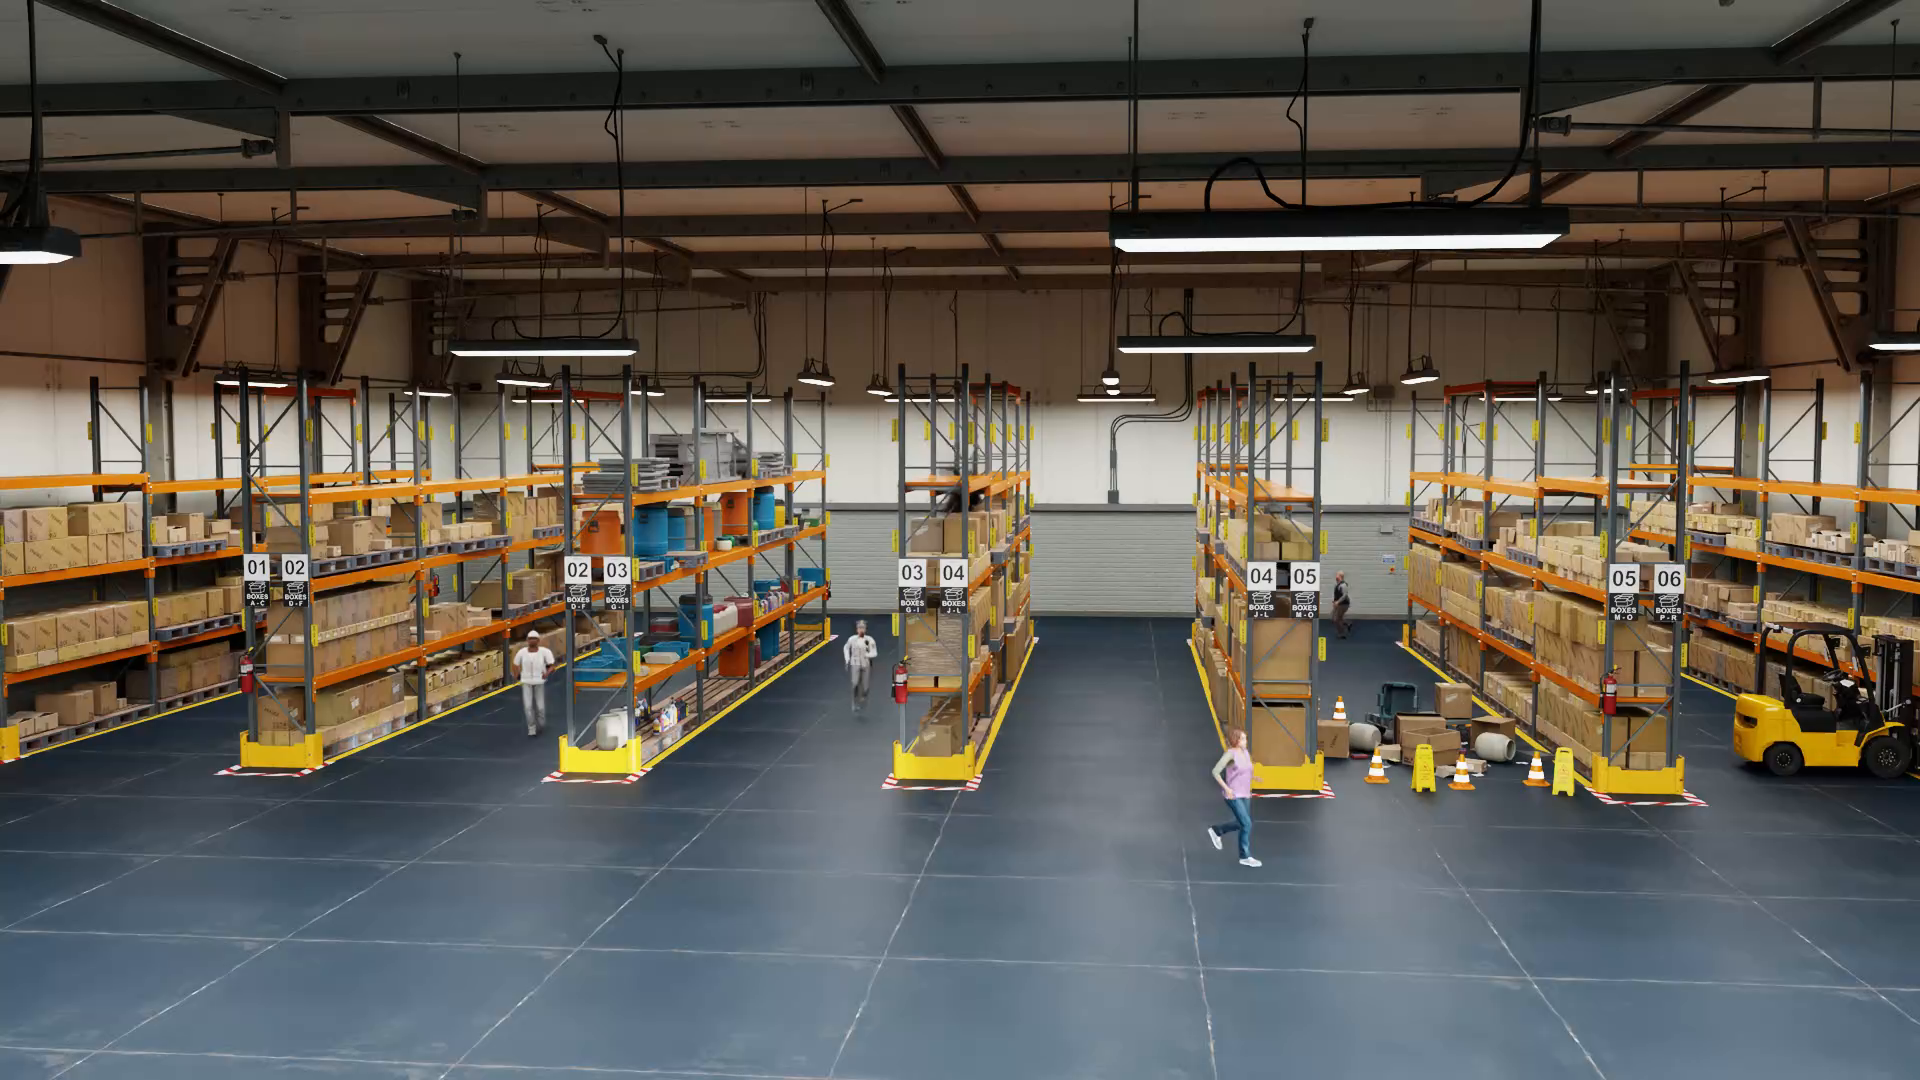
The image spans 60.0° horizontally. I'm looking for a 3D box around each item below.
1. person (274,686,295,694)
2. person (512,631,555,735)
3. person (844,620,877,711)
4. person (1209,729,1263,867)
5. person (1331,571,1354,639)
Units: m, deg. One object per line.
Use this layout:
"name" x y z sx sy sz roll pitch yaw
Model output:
"person" -11.832 2.253 29.315 0.615 1.849 0.811 0 4 1
"person" -7.102 2.366 27.684 0.704 1.723 0.694 0 4 -7
"person" -1.742 2.192 29.118 0.580 1.595 0.694 0 4 -5
"person" 3.175 2.971 19.324 0.736 1.568 0.538 3 5 43
"person" 9.329 1.584 40.454 0.557 1.675 0.642 0 4 -2
